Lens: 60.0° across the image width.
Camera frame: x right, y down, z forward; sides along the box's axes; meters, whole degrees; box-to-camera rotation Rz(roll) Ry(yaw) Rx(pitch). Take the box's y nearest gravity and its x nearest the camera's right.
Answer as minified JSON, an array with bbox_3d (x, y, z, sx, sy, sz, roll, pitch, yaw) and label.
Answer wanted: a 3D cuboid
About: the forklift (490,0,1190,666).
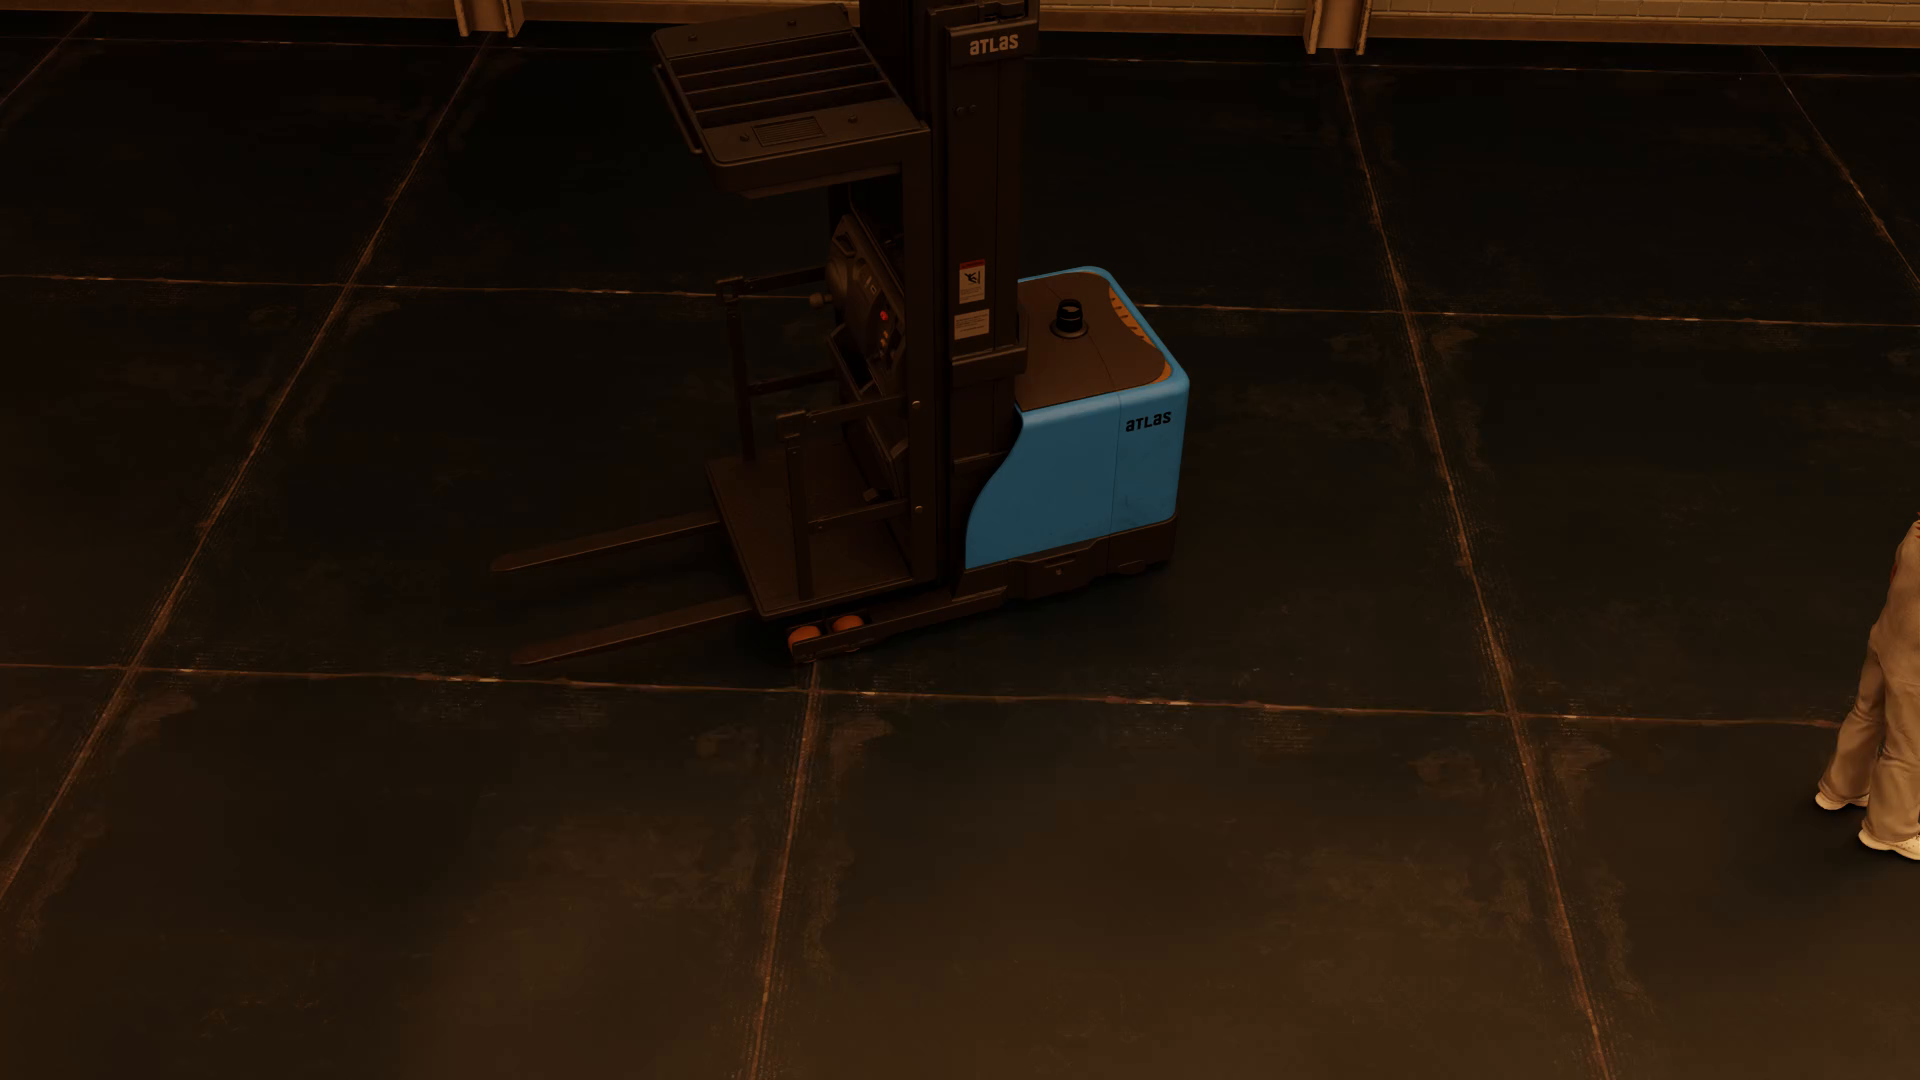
[{"bbox_3d":[-0.573,-0.945,6.778,3.031,2.935,1.130,-13,44,-14],"label":"forklift"}]

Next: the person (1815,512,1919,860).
[{"bbox_3d":[3.602,0.453,6.166,0.550,1.676,0.550,2,42,3],"label":"person"}]
